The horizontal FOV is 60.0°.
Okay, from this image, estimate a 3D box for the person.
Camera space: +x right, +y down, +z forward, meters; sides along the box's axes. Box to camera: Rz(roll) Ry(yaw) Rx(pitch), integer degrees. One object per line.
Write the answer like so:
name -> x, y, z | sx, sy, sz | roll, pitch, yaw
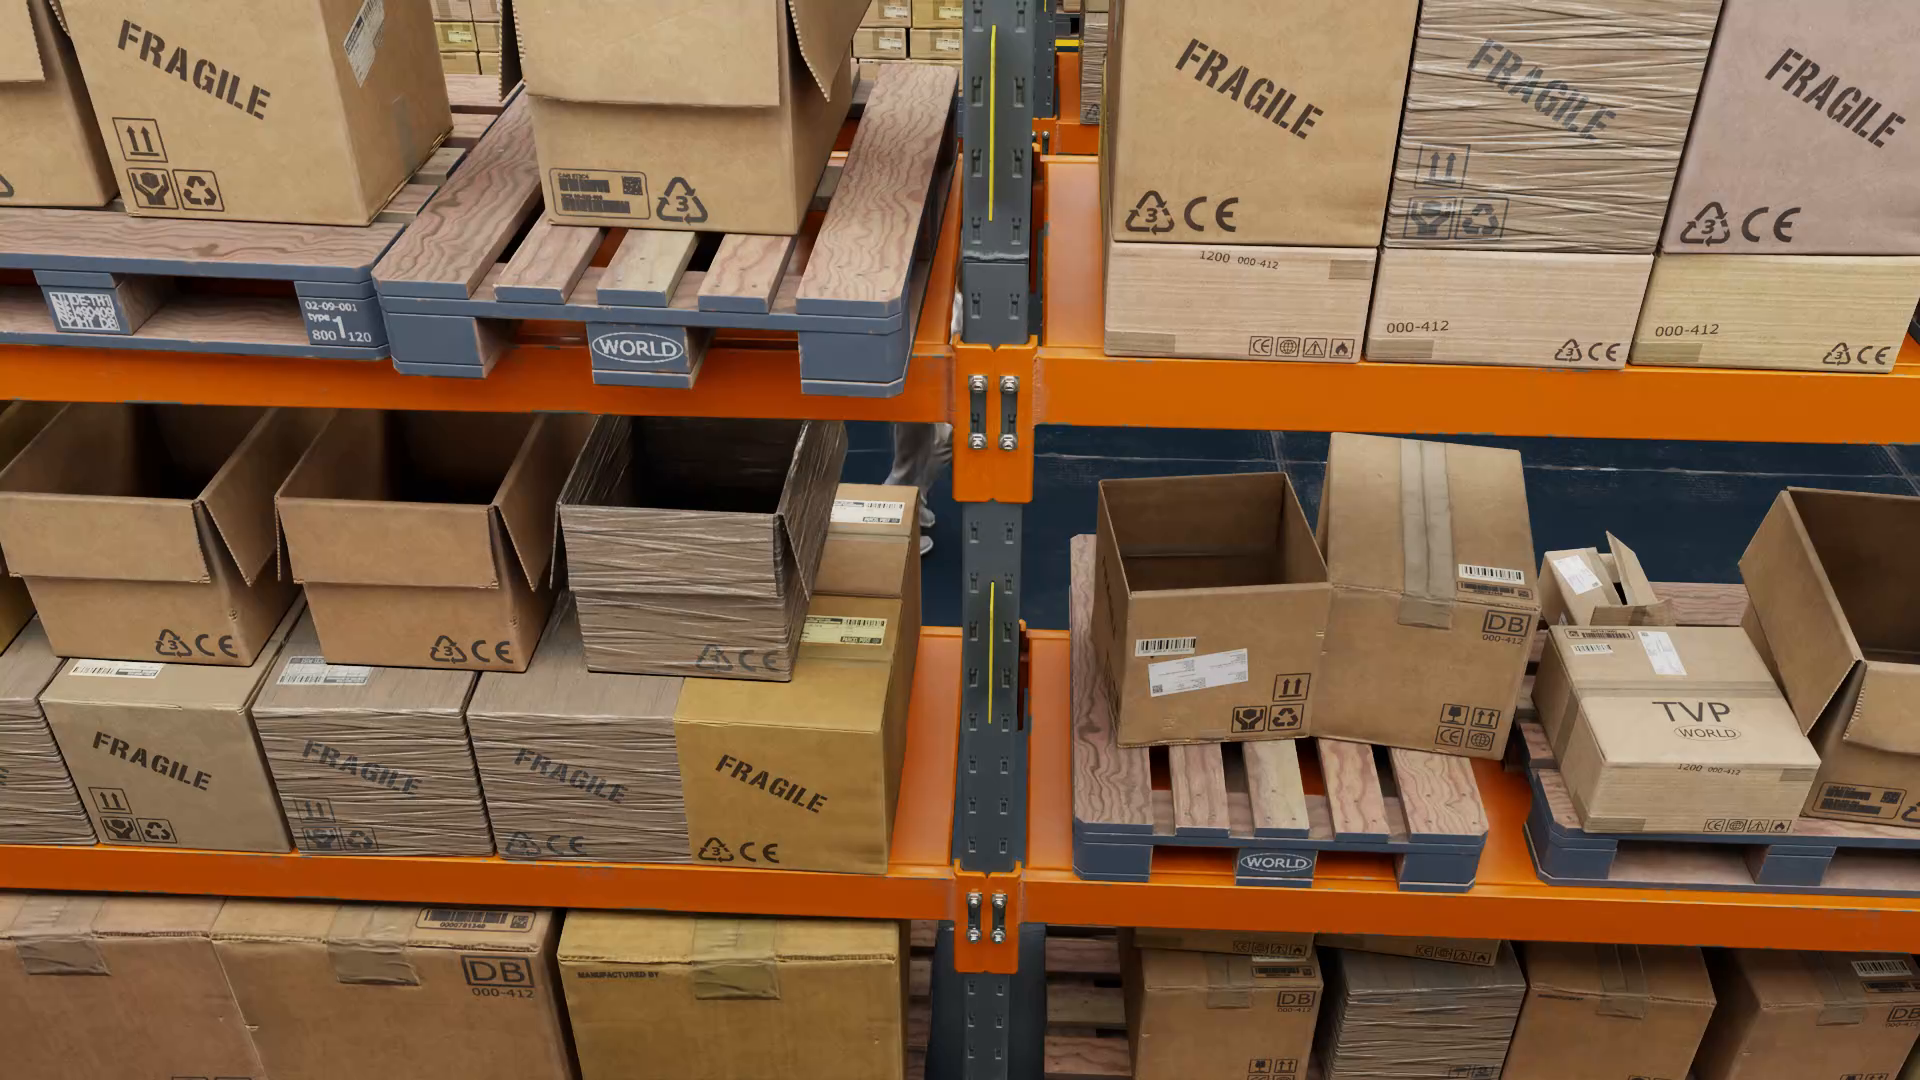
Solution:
person -> -0.165, -0.629, 6.971 | 0.483, 1.660, 0.513 | -7, 37, -10
